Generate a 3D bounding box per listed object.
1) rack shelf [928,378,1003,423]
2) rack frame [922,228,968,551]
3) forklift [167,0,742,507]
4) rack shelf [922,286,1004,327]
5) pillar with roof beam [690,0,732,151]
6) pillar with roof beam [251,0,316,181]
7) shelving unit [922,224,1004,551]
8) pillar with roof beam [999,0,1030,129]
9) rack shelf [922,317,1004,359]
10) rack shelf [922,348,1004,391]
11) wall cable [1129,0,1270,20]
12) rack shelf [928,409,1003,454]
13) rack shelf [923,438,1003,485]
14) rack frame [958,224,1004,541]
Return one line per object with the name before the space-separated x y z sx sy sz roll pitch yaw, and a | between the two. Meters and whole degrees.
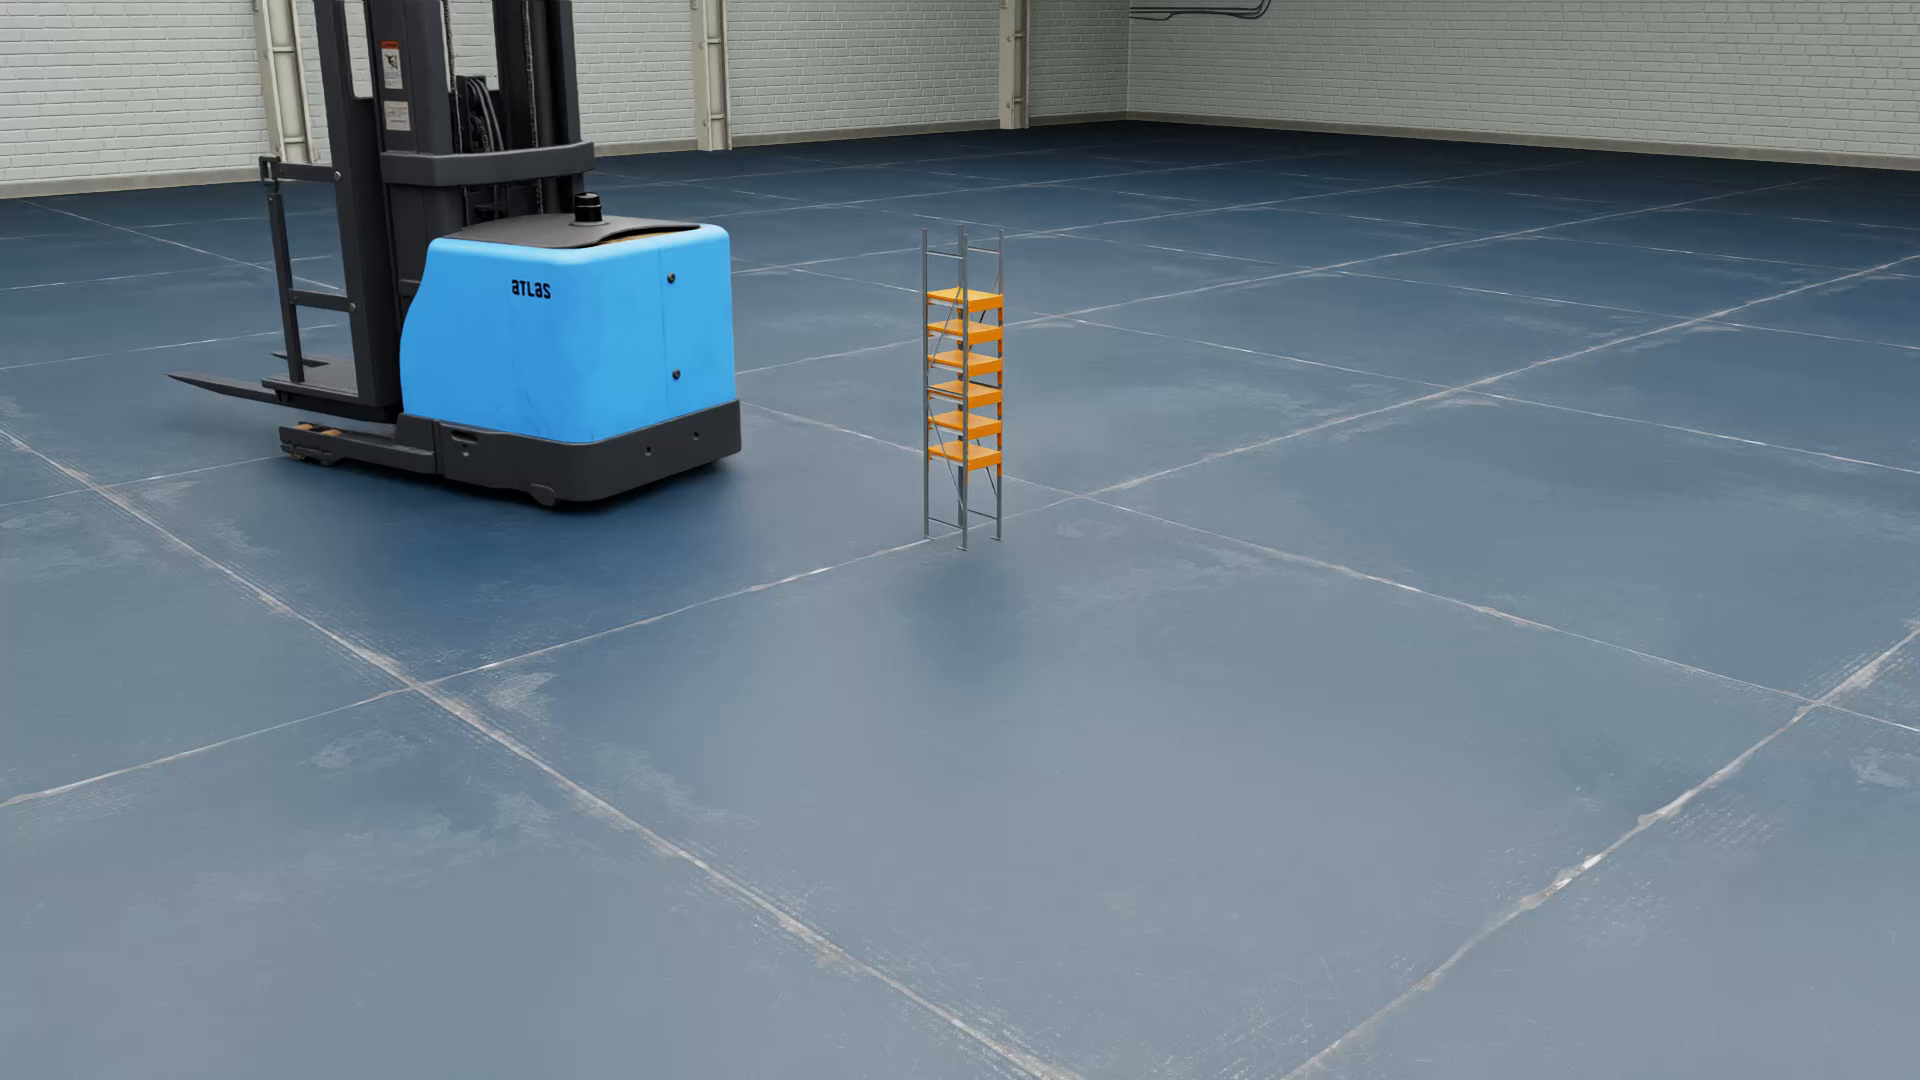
rack shelf | 0.011 -0.532 6.323 0.180 0.103 0.258 -16 24 -41
rack frame | -0.056 -0.554 6.249 0.006 1.200 0.240 -16 24 -41
forklift | -2.508 -1.852 7.444 3.031 2.935 1.130 11 21 30
rack shelf | 0.011 -0.874 6.212 0.180 0.103 0.258 -16 24 -41
pillar with roof beam | -0.516 -8.840 19.160 0.400 9.000 9.100 -16 24 -41
pillar with roof beam | -4.876 -7.569 15.238 0.400 9.000 9.100 -16 24 -41
shelving unit | 0.011 -0.574 6.309 0.189 1.200 0.258 -16 24 -41
pillar with roof beam | 3.844 -10.112 23.081 0.400 9.000 9.100 -16 24 -41
rack shelf | 0.011 -0.760 6.249 0.180 0.103 0.258 -16 24 -41
rack shelf | 0.011 -0.646 6.286 0.180 0.103 0.258 -16 24 -41
wall cable | 3.935 -9.927 27.547 0.112 2.526 3.097 -16 24 -41
rack shelf | 0.011 -0.417 6.360 0.180 0.103 0.258 -16 24 -41
rack shelf | 0.011 -0.303 6.397 0.180 0.103 0.258 -16 24 -41
rack frame | 0.077 -0.593 6.369 0.006 1.200 0.240 -16 24 -41
